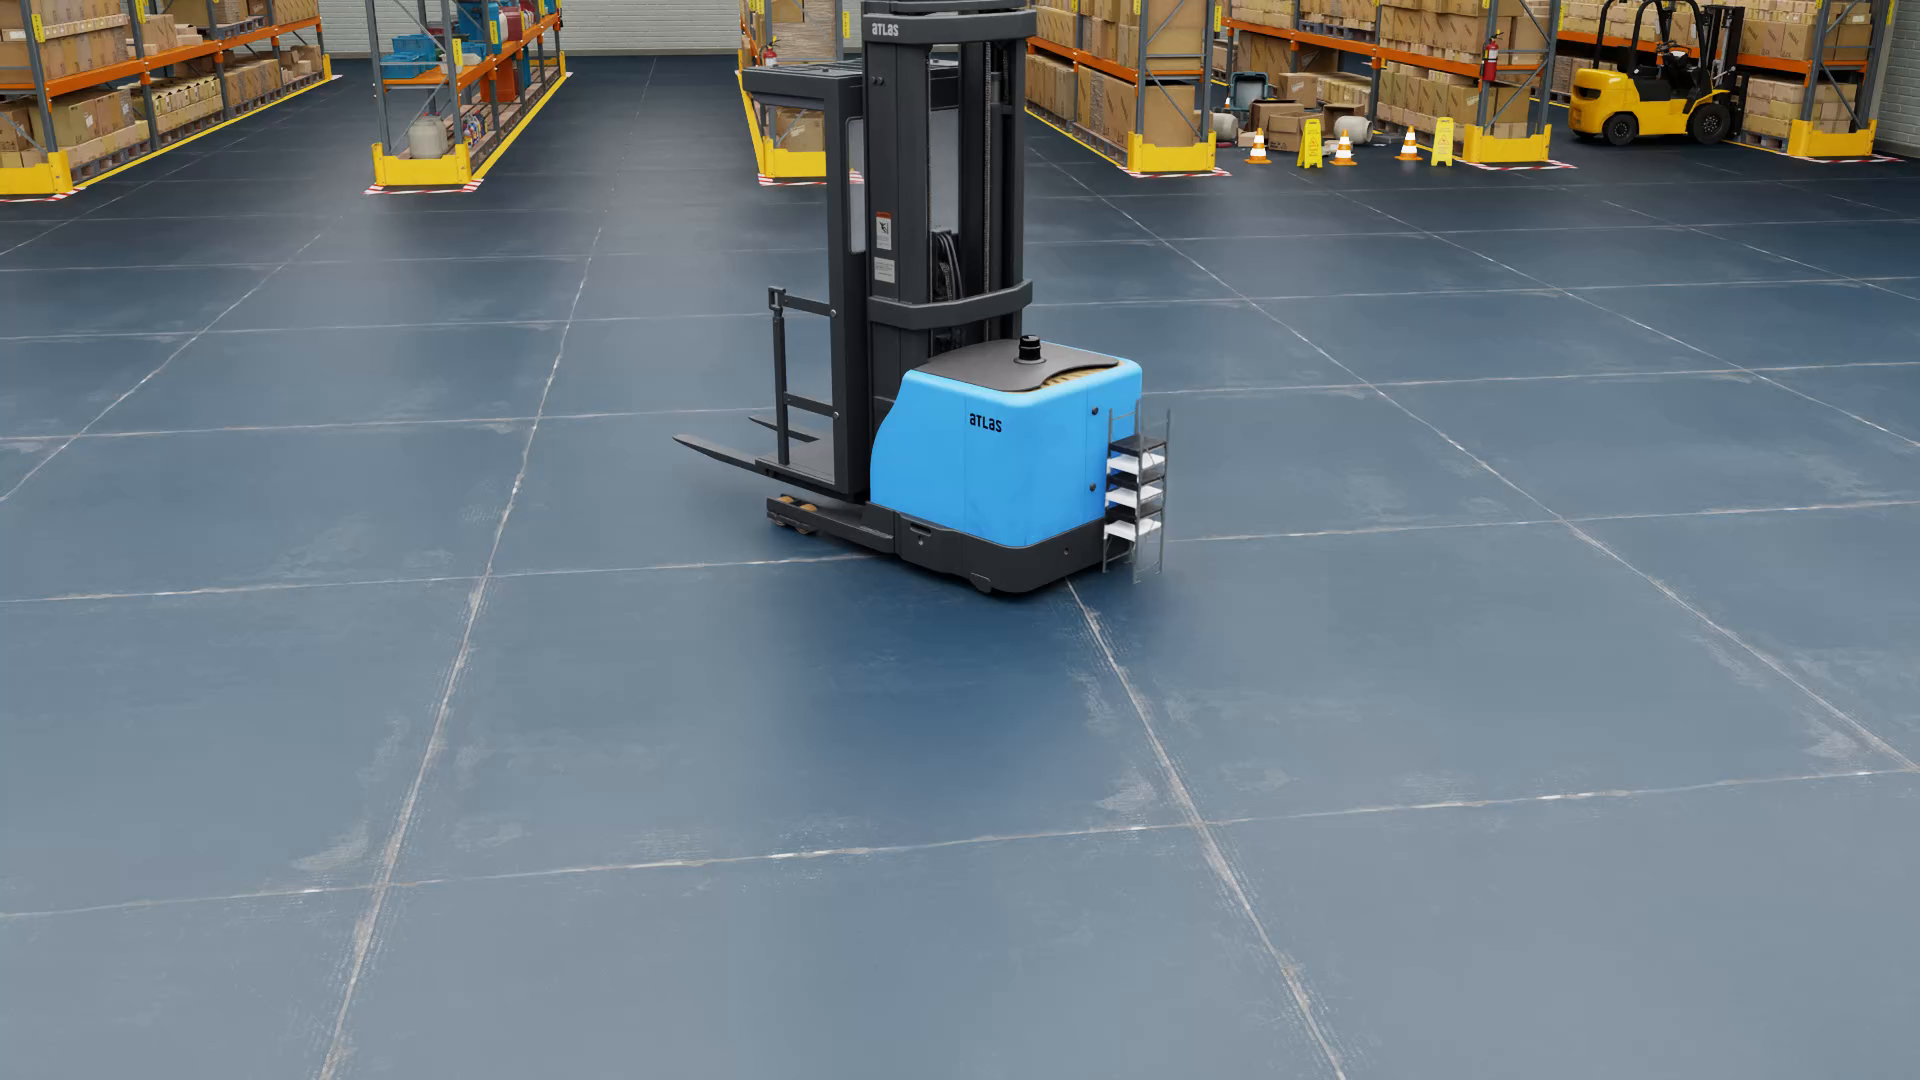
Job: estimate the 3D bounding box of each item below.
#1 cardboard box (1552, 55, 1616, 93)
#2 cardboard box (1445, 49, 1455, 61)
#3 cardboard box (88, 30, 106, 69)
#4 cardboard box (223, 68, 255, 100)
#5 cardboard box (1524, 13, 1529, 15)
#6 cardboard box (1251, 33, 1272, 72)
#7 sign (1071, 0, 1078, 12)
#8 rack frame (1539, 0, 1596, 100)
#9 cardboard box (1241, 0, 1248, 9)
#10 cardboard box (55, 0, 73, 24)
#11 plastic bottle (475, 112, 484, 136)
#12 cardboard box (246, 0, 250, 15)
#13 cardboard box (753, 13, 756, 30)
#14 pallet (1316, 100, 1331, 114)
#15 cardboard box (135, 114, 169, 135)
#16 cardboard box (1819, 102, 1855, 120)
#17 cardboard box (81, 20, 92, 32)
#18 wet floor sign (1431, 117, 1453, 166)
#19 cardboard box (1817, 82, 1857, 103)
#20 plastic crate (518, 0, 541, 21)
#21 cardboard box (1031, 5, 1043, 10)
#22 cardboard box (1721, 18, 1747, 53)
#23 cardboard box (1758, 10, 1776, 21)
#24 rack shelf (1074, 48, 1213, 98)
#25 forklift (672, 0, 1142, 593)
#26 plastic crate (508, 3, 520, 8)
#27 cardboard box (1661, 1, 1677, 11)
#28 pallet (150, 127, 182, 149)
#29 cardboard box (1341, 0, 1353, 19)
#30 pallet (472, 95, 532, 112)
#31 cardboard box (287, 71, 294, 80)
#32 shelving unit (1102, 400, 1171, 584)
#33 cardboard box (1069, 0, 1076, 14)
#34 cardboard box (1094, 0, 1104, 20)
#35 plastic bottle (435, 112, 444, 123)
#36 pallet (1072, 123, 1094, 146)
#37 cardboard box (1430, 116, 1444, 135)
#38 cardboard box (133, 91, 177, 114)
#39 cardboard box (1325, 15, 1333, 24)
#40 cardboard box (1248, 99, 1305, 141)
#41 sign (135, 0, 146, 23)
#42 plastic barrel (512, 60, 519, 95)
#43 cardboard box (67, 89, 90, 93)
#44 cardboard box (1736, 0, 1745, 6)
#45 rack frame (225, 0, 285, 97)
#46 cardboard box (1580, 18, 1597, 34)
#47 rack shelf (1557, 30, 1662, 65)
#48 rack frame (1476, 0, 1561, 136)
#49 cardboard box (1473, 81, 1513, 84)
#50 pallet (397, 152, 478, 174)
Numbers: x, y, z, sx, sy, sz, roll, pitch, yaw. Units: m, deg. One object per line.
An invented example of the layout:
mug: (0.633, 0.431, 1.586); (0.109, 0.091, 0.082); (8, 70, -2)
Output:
cardboard box: (11.612, -8.682, 30.969); (0.875, 0.625, 0.625); (-2, 21, -6)
cardboard box: (7.283, -7.054, 24.174); (0.380, 0.149, 0.250); (-3, 21, -7)
cardboard box: (-12.188, -6.717, 22.771); (0.700, 0.500, 0.500); (-3, 21, -7)
cardboard box: (-12.917, -8.127, 29.632); (0.500, 0.500, 0.500); (-3, 21, -8)
cardboard box: (7.906, -7.336, 24.004); (0.500, 0.500, 0.500); (-2, 21, -6)
cardboard box: (6.354, -9.626, 33.139); (0.875, 0.875, 0.875); (-2, 21, -6)
sign: (1.782, -8.368, 25.792); (0.100, 0.325, 0.005); (-3, 21, -8)
rack frame: (11.536, -9.815, 31.207); (1.000, 3.000, 0.127); (-3, 21, -8)
cardboard box: (5.935, -10.766, 33.254); (0.500, 0.250, 0.500); (-3, 21, -7)
cardboard box: (-12.049, -6.986, 21.637); (0.700, 0.500, 0.500); (-3, 21, -8)
plastic bottle: (-7.101, -6.119, 24.468); (0.144, 0.351, 0.185); (-4, 21, -10)
cardboard box: (-13.888, -10.157, 31.980); (0.500, 0.500, 0.500); (-3, 21, -7)
cardboard box: (-3.168, -8.598, 27.563); (0.500, 0.250, 0.500); (-4, 21, -9)
pallet: (6.908, -7.564, 29.168); (1.003, 0.211, 1.213); (-3, 21, -8)
cardboard box: (-12.222, -6.241, 24.967); (0.500, 0.250, 0.500); (-3, 21, -9)
cardboard box: (12.827, -6.361, 24.575); (0.500, 0.250, 0.500); (-3, 21, -7)
cardboard box: (-11.935, -6.916, 22.375); (0.380, 0.149, 0.250); (-2, 21, -6)
wet floor sign: (6.746, -5.570, 23.208); (0.267, 0.644, 0.232); (4, 21, 11)
cardboard box: (12.807, -6.598, 24.494); (0.500, 0.250, 0.500); (-3, 21, -9)
plastic crate: (-8.540, -10.578, 33.074); (0.402, 0.464, 0.583); (-3, 21, -8)
cardboard box: (1.538, -9.156, 29.301); (0.500, 0.500, 0.500); (-3, 21, -7)
cardboard box: (12.135, -7.780, 25.616); (0.500, 0.500, 0.500); (-3, 21, -7)
cardboard box: (12.209, -7.858, 24.897); (0.380, 0.149, 0.250); (-4, 21, -10)
rack shelf: (2.606, -6.864, 24.335); (1.077, 0.370, 4.000); (-3, 21, -8)
forklift: (-0.454, -1.524, 9.106); (3.031, 2.935, 1.130); (18, 27, 40)
plastic crate: (-9.432, -11.203, 35.077); (0.416, 0.233, 0.300); (-3, 21, -8)
cardboard box: (11.843, -8.887, 27.654); (0.380, 0.149, 0.250); (-2, 21, -6)
pallet: (-12.554, -6.127, 25.318); (1.003, 0.211, 1.213); (-3, 21, -8)
cardboard box: (6.766, -9.060, 28.018); (0.500, 0.500, 0.500); (-2, 21, -6)
pallet: (-8.238, -7.778, 29.739); (1.003, 0.211, 1.213); (-3, 21, -8)
cardboard box: (-13.543, -9.284, 33.206); (0.380, 0.166, 0.250); (-3, 21, -8)
shelving unit: (0.909, -0.247, 8.587); (0.210, 0.900, 0.258); (19, 28, 40)
cardboard box: (2.164, -8.758, 26.806); (0.700, 0.500, 0.500); (-3, 21, -9)
cardboard box: (2.473, -7.961, 24.488); (0.875, 0.550, 0.550); (-3, 21, -8)
plastic bottle: (-7.658, -6.100, 24.419); (0.144, 0.351, 0.185); (-3, 21, -8)
pallet: (2.349, -6.320, 25.835); (1.003, 0.211, 1.213); (-3, 21, -8)
cardboard box: (7.328, -6.148, 24.719); (0.500, 0.250, 0.500); (-3, 21, -8)
cardboard box: (-12.289, -6.680, 25.343); (0.500, 0.311, 0.500); (-3, 21, -8)
cardboard box: (6.620, -9.148, 29.180); (0.380, 0.149, 0.250); (-2, 21, -5)
cardboard box: (4.876, -6.491, 25.682); (0.797, 0.637, 0.503); (-3, 21, -8)
sign: (-11.860, -7.651, 24.063); (0.100, 0.325, 0.005); (-3, 21, -8)
plastic barrel: (-8.333, -8.440, 30.372); (0.600, 0.588, 0.708); (-3, 21, -8)
cardboard box: (-12.572, -6.091, 23.494); (0.500, 0.500, 0.500); (-3, 21, -8)
cardboard box: (12.182, -8.267, 25.568); (0.380, 0.149, 0.250); (-3, 21, -8)
rack frame: (-13.562, -9.950, 31.568); (1.000, 3.000, 0.127); (-3, 21, -8)
cardboard box: (11.507, -9.226, 29.845); (0.500, 0.250, 0.500); (-4, 21, -10)
rack shelf: (11.824, -8.785, 29.479); (1.077, 0.370, 4.000); (-3, 21, -8)
rack frame: (7.778, -6.793, 23.117); (1.000, 3.000, 0.127); (-3, 21, -8)
cardboard box: (7.851, -6.535, 24.684); (0.500, 0.500, 0.500); (-4, 21, -10)
pallet: (-7.099, -5.043, 22.416); (1.003, 0.211, 1.213); (-3, 21, -8)
